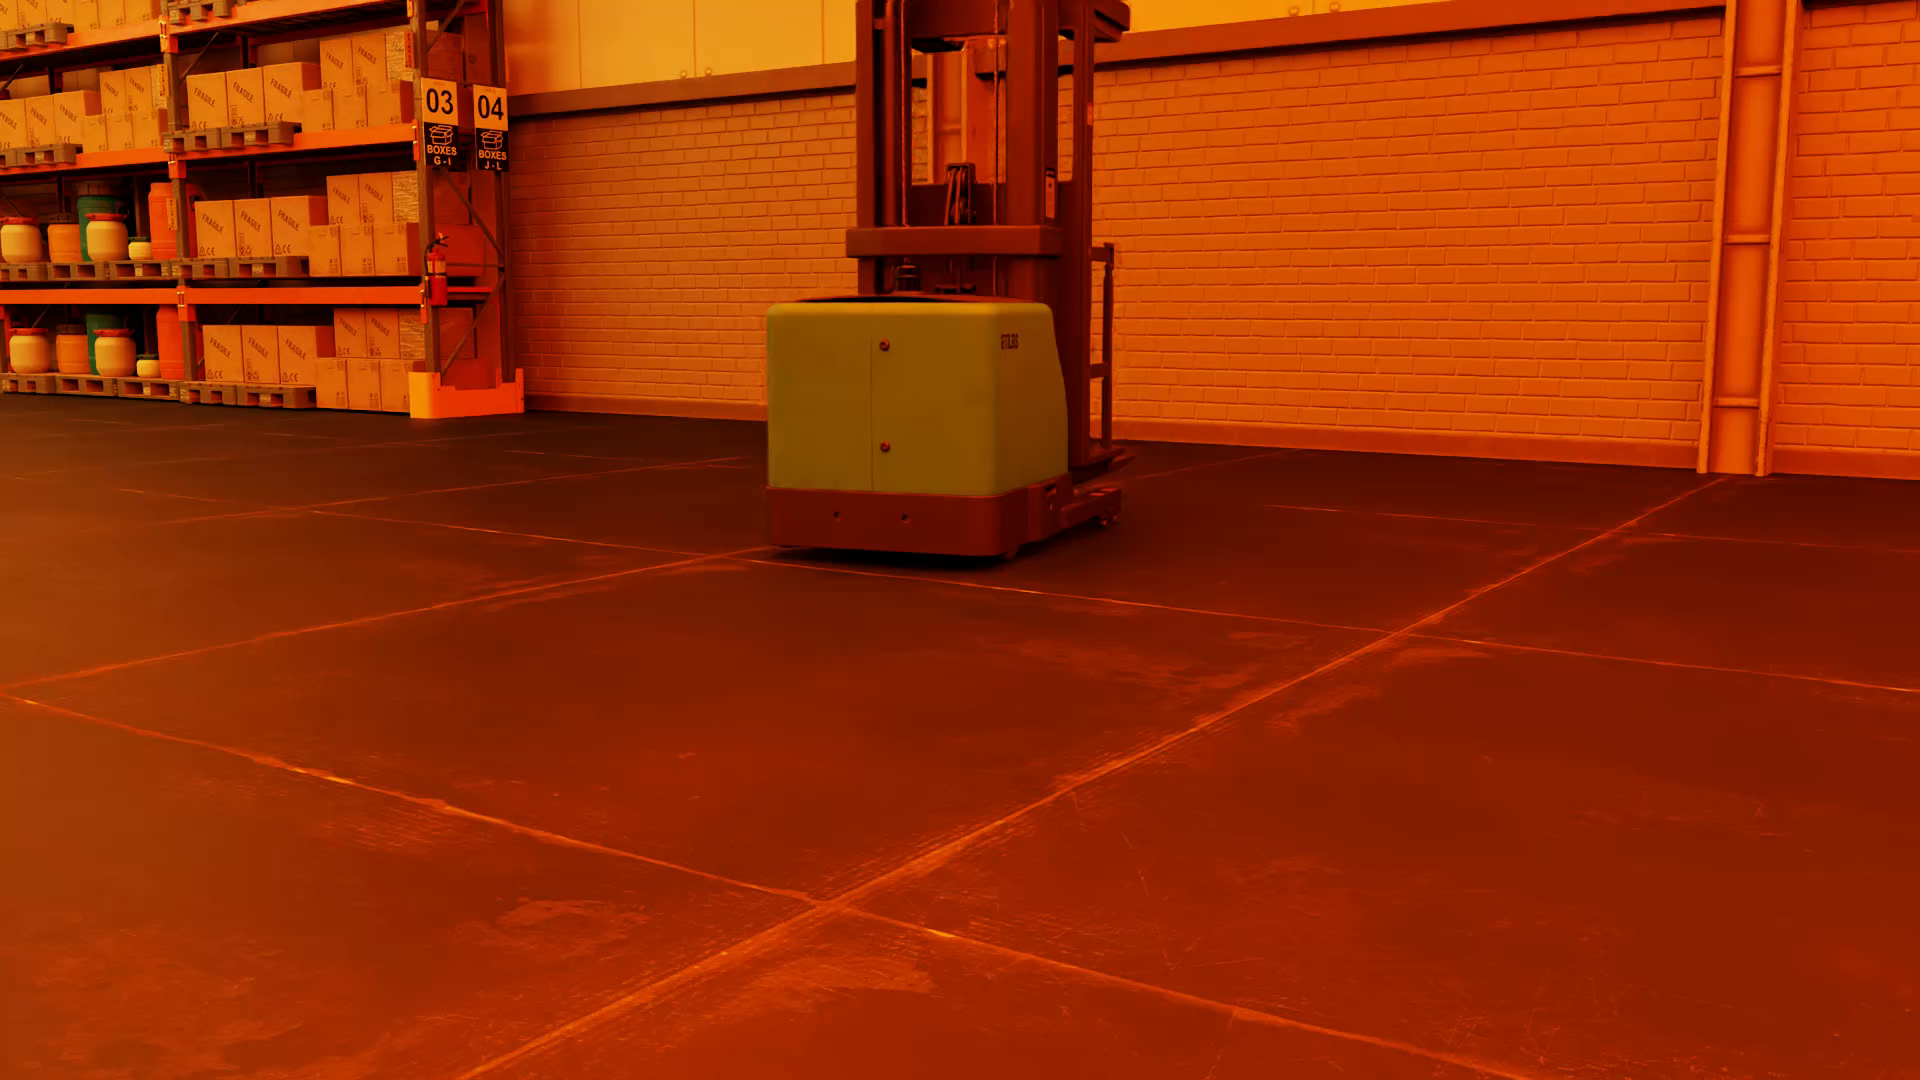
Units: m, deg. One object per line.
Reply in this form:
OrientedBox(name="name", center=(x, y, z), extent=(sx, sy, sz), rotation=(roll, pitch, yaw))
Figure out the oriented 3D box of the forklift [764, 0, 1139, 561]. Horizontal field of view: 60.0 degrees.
OrientedBox(name="forklift", center=(0.168, -1.536, 7.993), extent=(1.130, 2.935, 3.031), rotation=(3, 9, 20))
